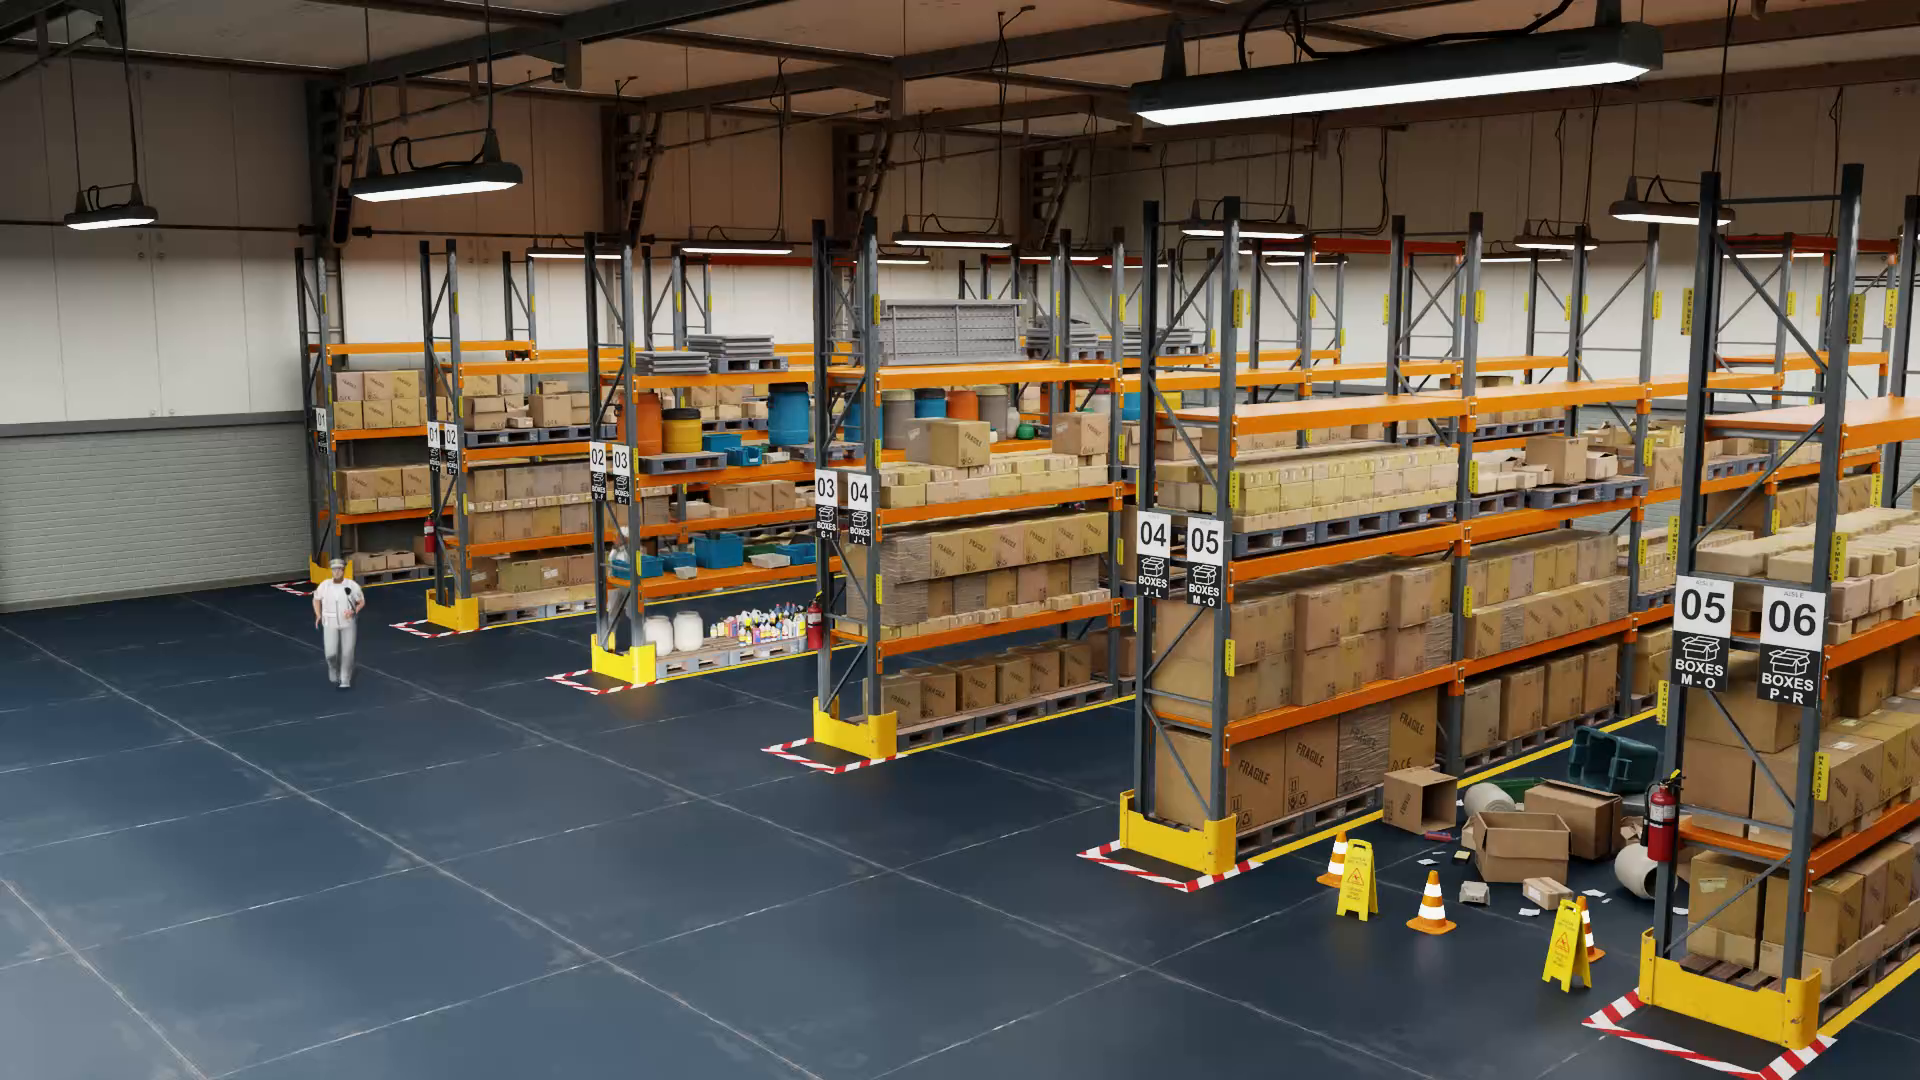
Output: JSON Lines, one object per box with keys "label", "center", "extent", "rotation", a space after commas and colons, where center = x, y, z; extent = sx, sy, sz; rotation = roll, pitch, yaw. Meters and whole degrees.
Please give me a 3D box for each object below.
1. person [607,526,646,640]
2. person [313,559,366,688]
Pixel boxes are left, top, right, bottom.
{"label": "person", "center": [-4.961, 0.683, 24.495], "extent": [0.657, 1.784, 0.879], "rotation": [6, 10, 33]}
{"label": "person", "center": [-8.161, 1.110, 21.868], "extent": [0.663, 1.728, 0.593], "rotation": [-2, 9, -16]}
